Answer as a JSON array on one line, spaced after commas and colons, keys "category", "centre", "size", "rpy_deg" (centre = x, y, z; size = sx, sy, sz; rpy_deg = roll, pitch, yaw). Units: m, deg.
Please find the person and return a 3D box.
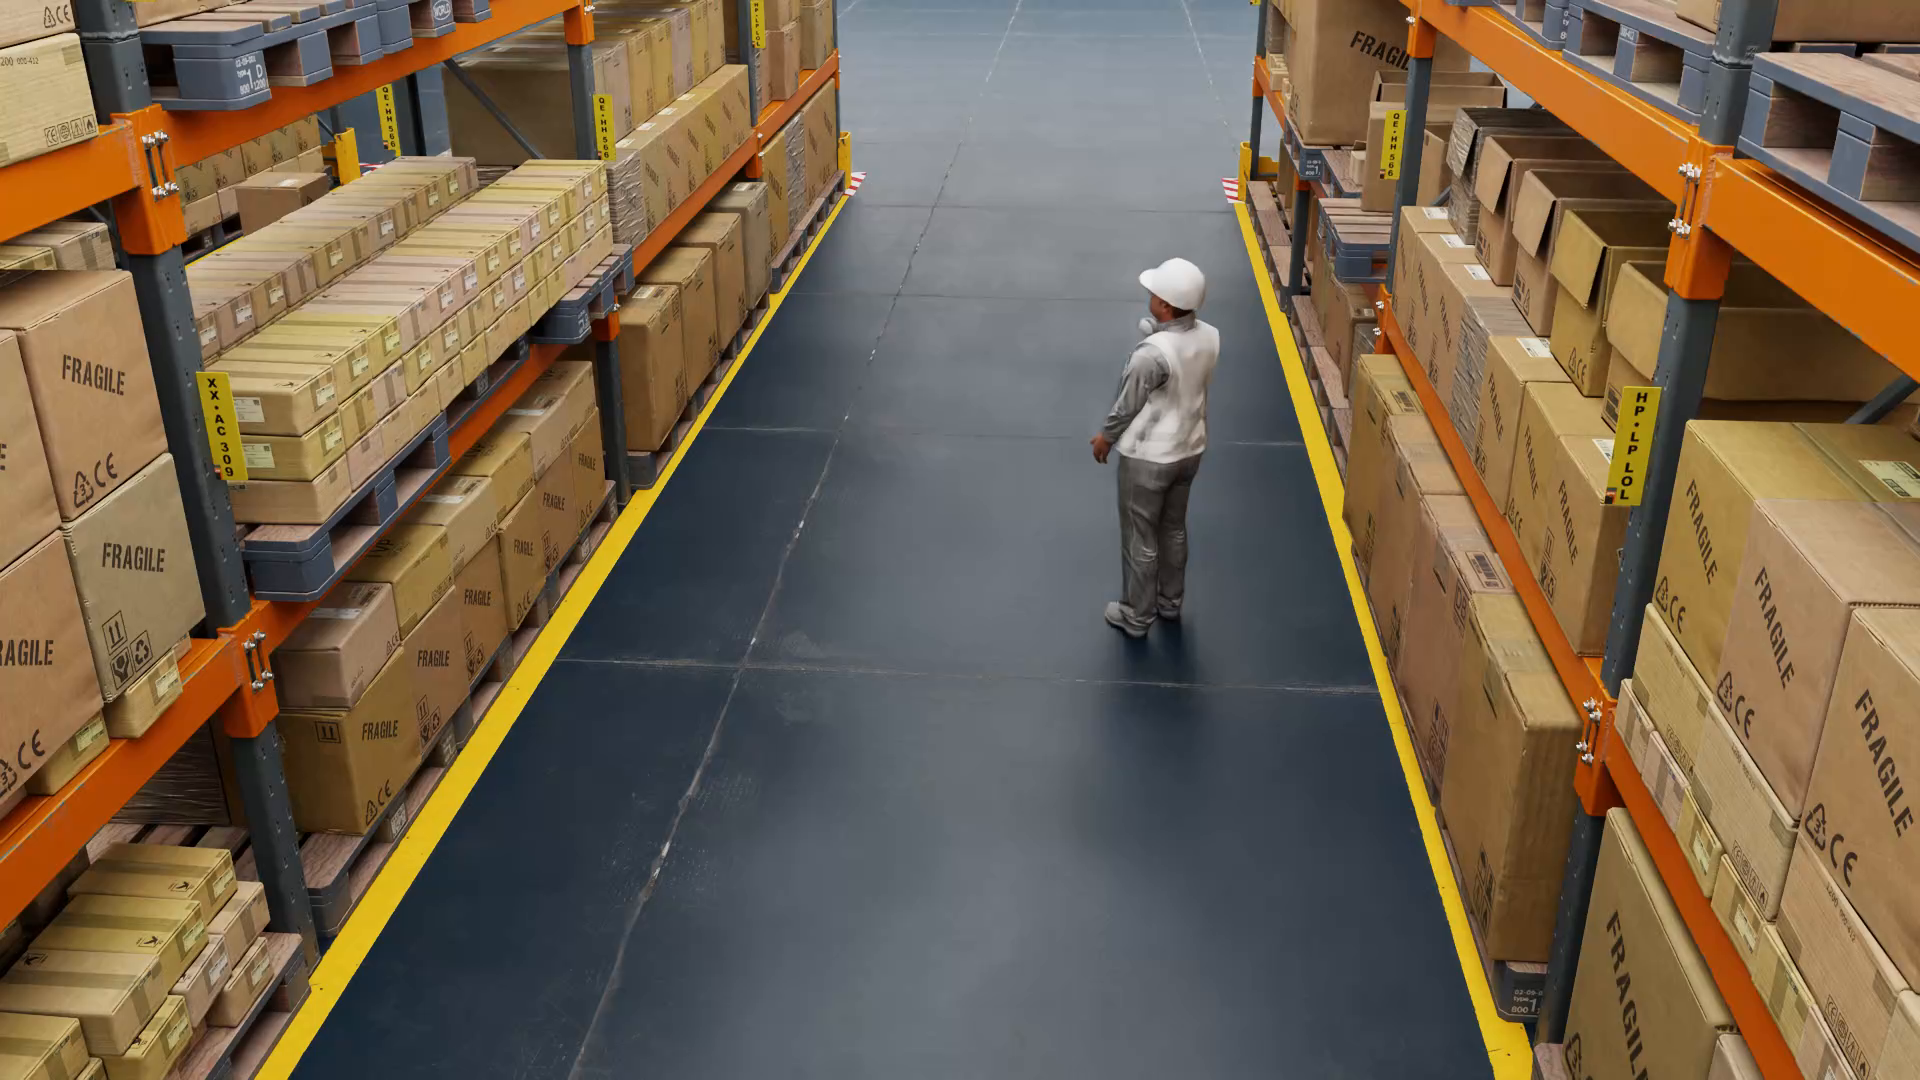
[{"category": "person", "centre": [0.872, -0.424, 7.481], "size": [0.481, 1.782, 0.586], "rpy_deg": [22, 32, 39]}]
